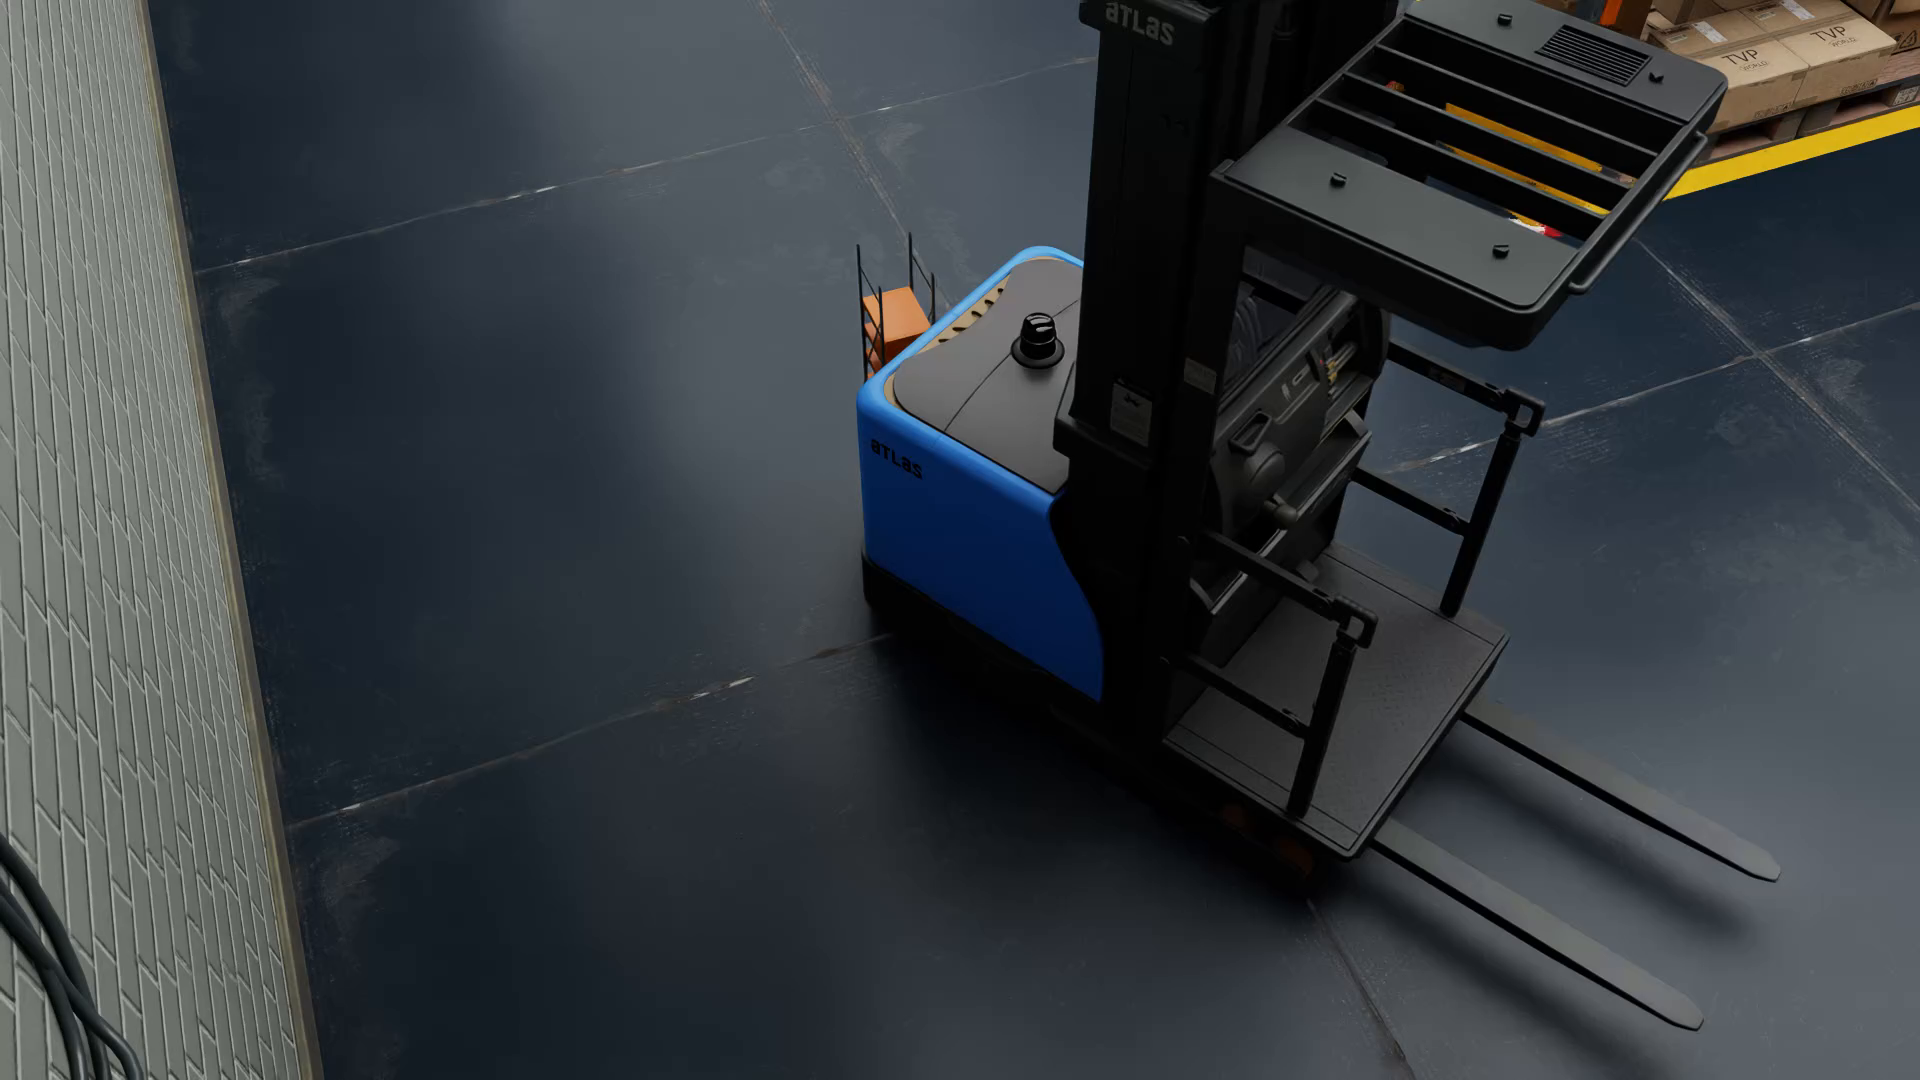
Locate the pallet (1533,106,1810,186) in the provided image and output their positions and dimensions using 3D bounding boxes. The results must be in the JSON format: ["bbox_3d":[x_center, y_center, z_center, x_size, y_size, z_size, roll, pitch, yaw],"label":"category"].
[{"bbox_3d":[3.224,-2.147,7.955,1.213,0.211,1.003,-17,52,-14],"label":"pallet"}]

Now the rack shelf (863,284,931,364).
[{"bbox_3d":[-0.213,-0.739,5.678,0.180,0.103,0.258,-16,51,-14],"label":"rack shelf"}]

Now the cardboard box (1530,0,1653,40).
[{"bbox_3d":[2.827,-2.463,7.745,0.500,0.500,0.500,-17,52,-14],"label":"cardboard box"}]

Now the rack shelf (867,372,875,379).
[{"bbox_3d":[-0.213,-0.504,5.951,0.180,0.103,0.258,-16,51,-14],"label":"rack shelf"}]

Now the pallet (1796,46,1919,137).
[{"bbox_3d":[4.352,-2.494,8.253,1.213,0.211,1.003,-17,52,-14],"label":"pallet"}]

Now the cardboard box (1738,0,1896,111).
[{"bbox_3d":[3.953,-2.296,7.767,0.500,0.250,0.500,-17,52,-14],"label":"cardboard box"}]

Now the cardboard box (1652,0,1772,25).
[{"bbox_3d":[3.717,-2.633,8.056,0.500,0.250,0.500,-17,52,-14],"label":"cardboard box"}]

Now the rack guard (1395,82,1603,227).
[{"bbox_3d":[2.487,-2.012,7.649,0.348,0.500,1.175,-17,52,-14],"label":"rack guard"}]

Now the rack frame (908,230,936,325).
[{"bbox_3d":[-0.127,-0.558,5.939,0.006,1.200,0.240,-16,51,-14],"label":"rack frame"}]

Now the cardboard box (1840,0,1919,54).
[{"bbox_3d":[4.382,-2.740,7.981,0.637,0.503,0.797,-17,52,-14],"label":"cardboard box"}]

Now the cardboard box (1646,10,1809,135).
[{"bbox_3d":[3.490,-2.152,7.644,0.500,0.250,0.500,-17,52,-14],"label":"cardboard box"}]

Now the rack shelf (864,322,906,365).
[{"bbox_3d":[-0.213,-0.661,5.769,0.180,0.103,0.258,-16,51,-14],"label":"rack shelf"}]

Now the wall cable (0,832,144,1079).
[{"bbox_3d":[-1.078,1.102,1.419,0.112,2.526,3.097,-17,52,-14],"label":"wall cable"}]

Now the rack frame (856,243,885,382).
[{"bbox_3d":[-0.298,-0.508,5.896,0.006,1.200,0.240,-16,51,-14],"label":"rack frame"}]

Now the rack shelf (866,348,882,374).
[{"bbox_3d":[-0.213,-0.583,5.860,0.180,0.103,0.258,-16,51,-14],"label":"rack shelf"}]

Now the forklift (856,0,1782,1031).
[{"bbox_3d":[1.125,-0.315,4.589,3.031,2.935,1.130,31,56,24],"label":"forklift"}]

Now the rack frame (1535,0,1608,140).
[{"bbox_3d":[2.416,-2.805,6.681,0.127,3.000,1.000,-17,52,-14],"label":"rack frame"}]

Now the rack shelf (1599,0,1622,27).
[{"bbox_3d":[4.268,-3.144,7.447,4.000,0.370,1.077,-17,52,-14],"label":"rack shelf"}]

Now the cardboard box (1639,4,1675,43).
[{"bbox_3d":[3.236,-2.407,7.917,0.250,0.166,0.380,-17,52,-14],"label":"cardboard box"}]

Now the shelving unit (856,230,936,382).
[{"bbox_3d":[-0.213,-0.533,5.917,0.189,1.200,0.258,-16,51,-14],"label":"shelving unit"}]
